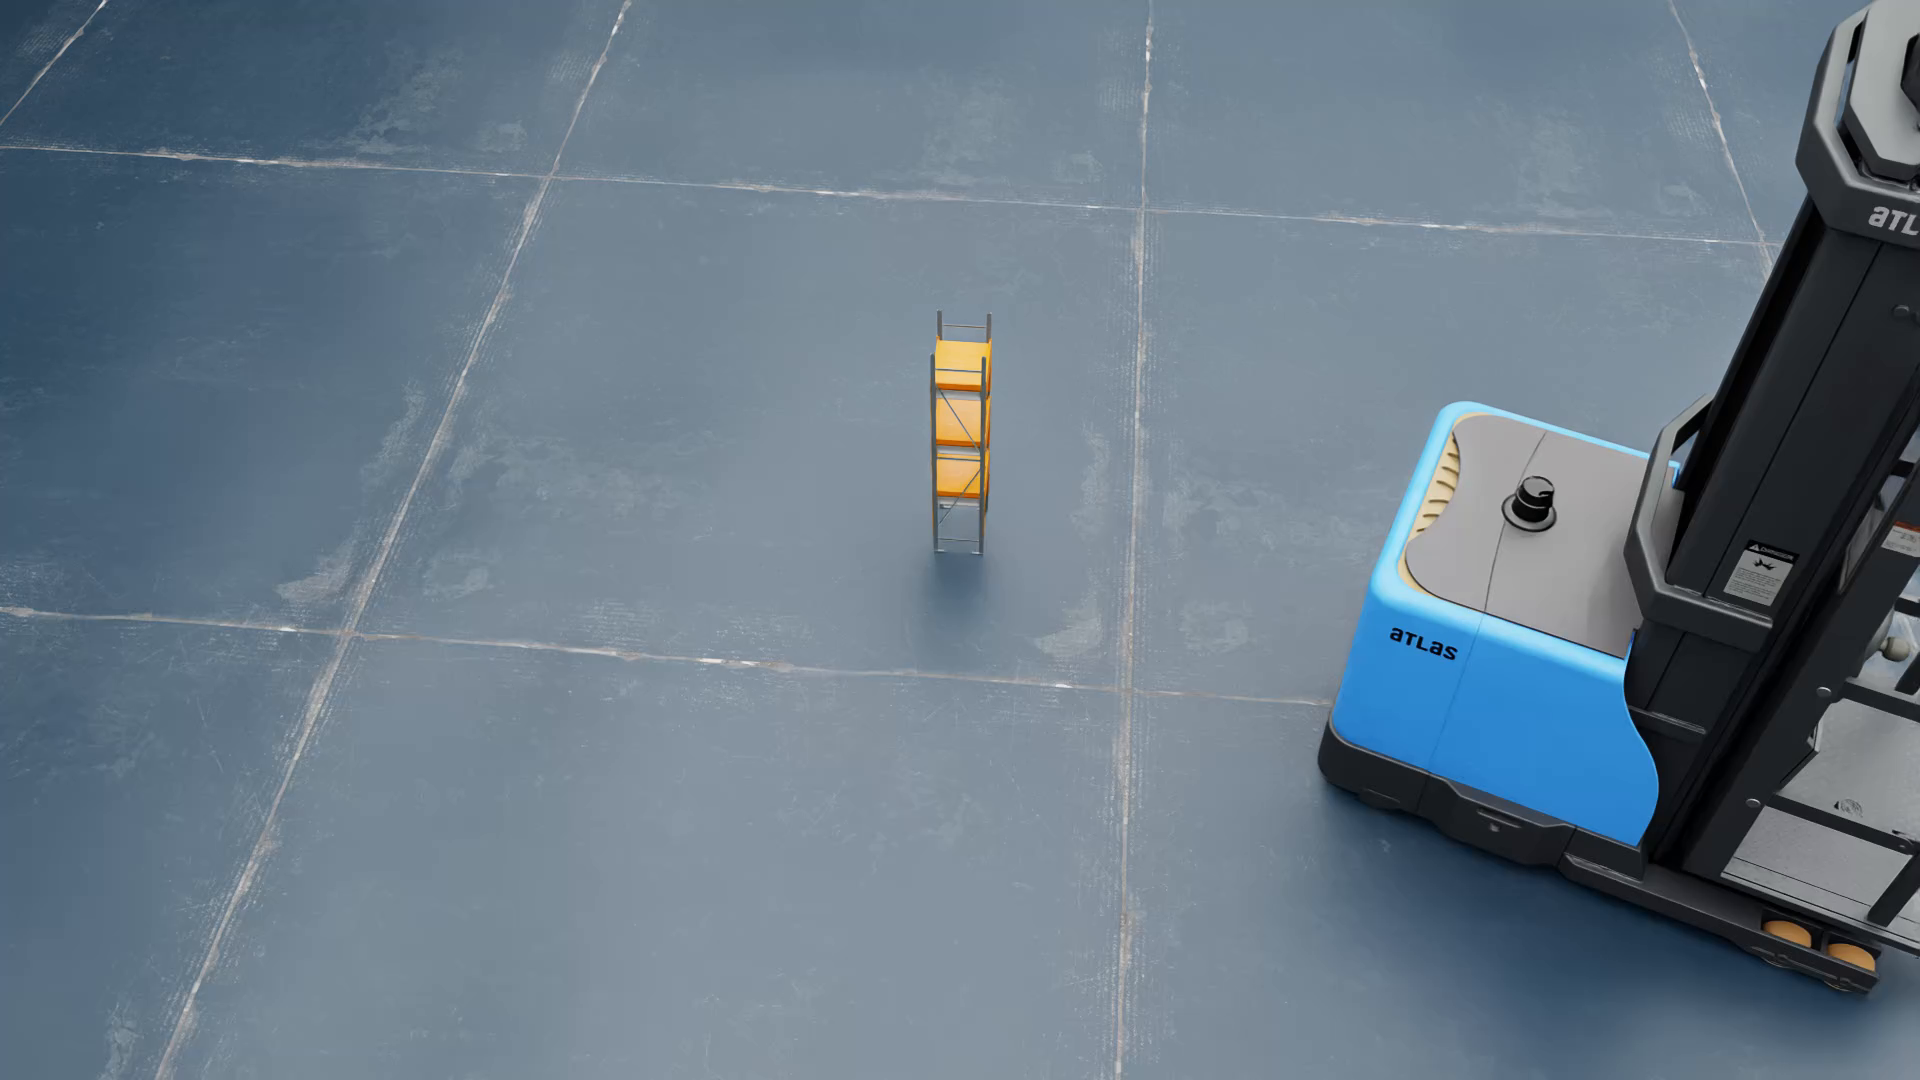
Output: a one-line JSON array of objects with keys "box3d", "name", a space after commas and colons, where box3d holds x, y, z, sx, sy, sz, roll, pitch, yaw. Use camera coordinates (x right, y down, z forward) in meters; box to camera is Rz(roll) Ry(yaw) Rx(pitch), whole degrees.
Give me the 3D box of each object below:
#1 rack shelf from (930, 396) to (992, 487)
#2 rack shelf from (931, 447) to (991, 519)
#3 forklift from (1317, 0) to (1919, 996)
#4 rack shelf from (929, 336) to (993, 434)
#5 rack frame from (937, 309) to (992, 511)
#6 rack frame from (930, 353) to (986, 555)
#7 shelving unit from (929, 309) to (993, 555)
[{"box3d": [0.005, -0.387, 6.406, 0.215, 0.259, 0.240, 4, 48, 4], "name": "rack shelf"}, {"box3d": [0.005, -0.199, 6.611, 0.215, 0.259, 0.240, 4, 48, 4], "name": "rack shelf"}, {"box3d": [2.831, 0.025, 4.741, 3.031, 2.935, 1.130, 19, 50, 17], "name": "forklift"}, {"box3d": [0.005, -0.578, 6.197, 0.215, 0.259, 0.240, 4, 48, 4], "name": "rack shelf"}, {"box3d": [0.016, -0.483, 6.481, 0.200, 1.050, 0.008, 4, 48, 4], "name": "rack frame"}, {"box3d": [-0.006, -0.304, 6.317, 0.200, 1.050, 0.008, 4, 48, 4], "name": "rack frame"}, {"box3d": [0.005, -0.394, 6.399, 0.215, 1.050, 0.252, 4, 48, 4], "name": "shelving unit"}]
